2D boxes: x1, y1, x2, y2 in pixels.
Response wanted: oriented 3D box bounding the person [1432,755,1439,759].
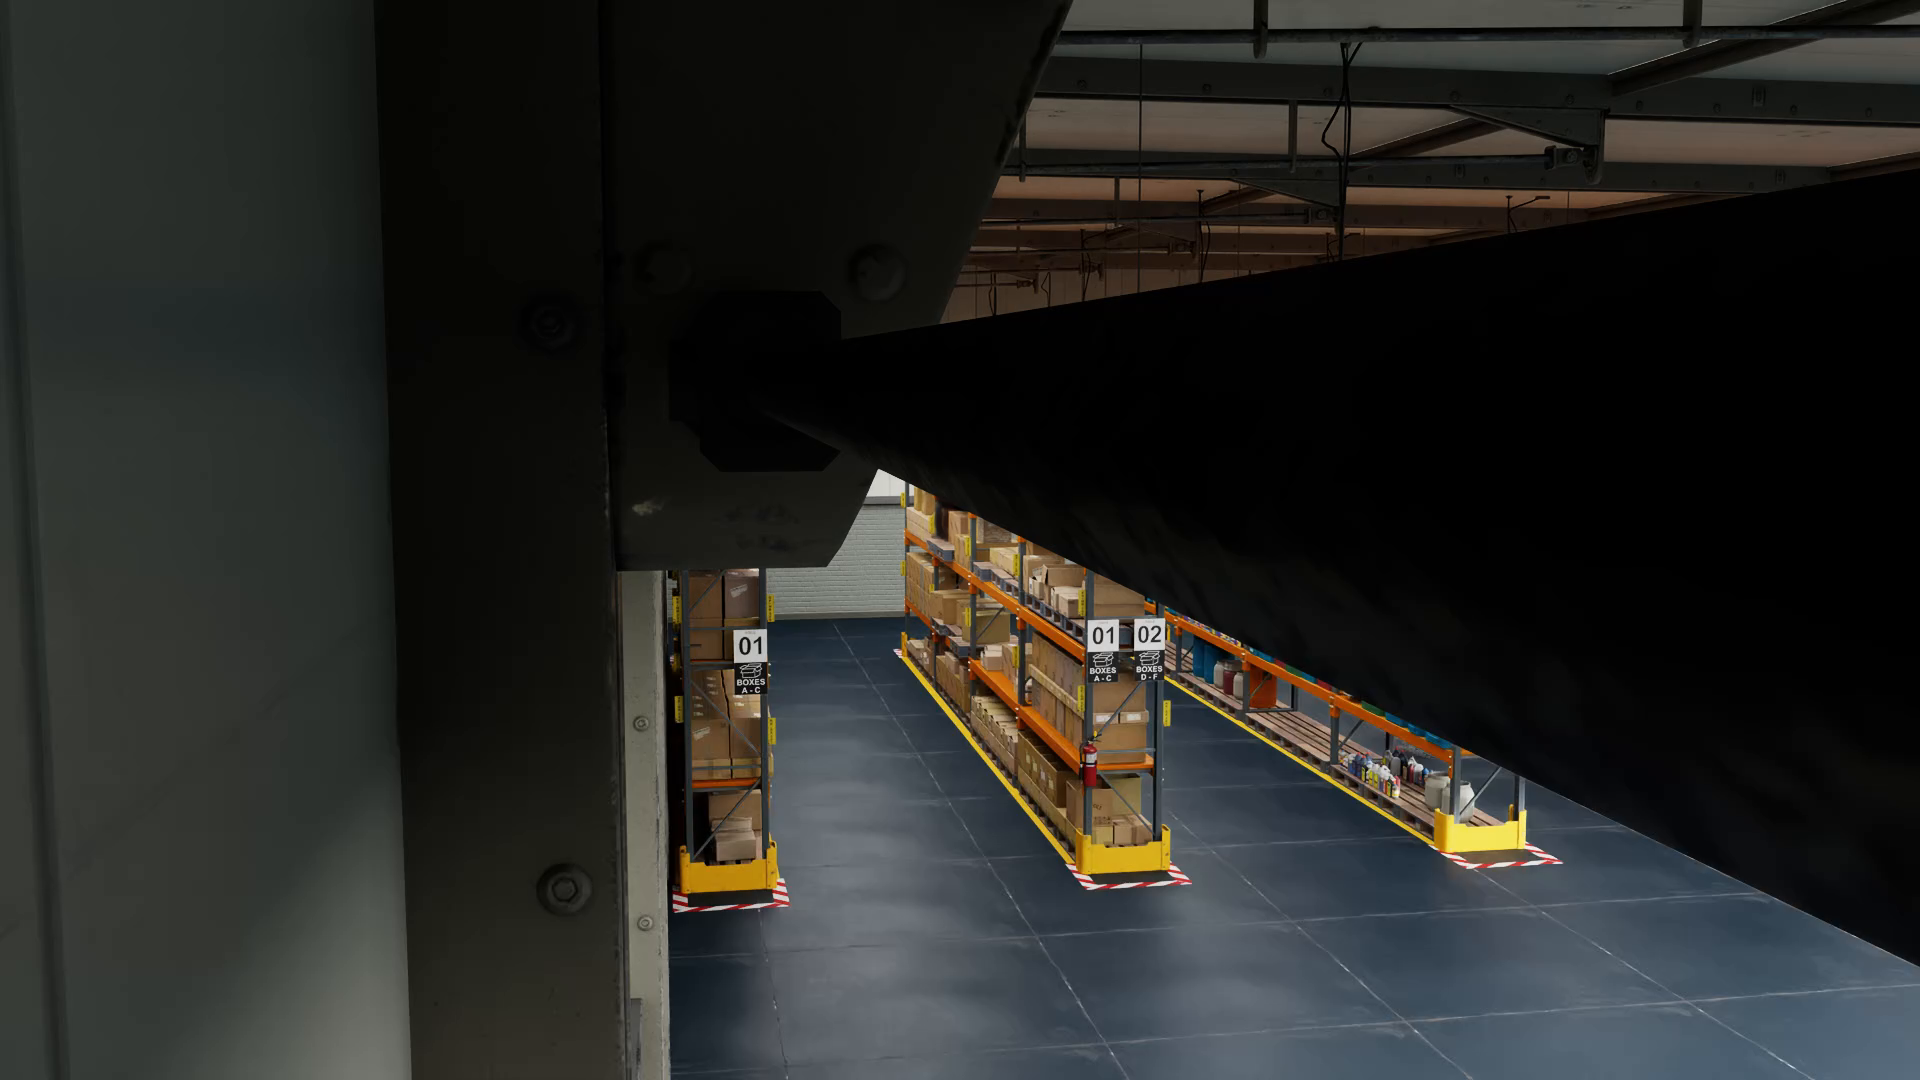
[{"bbox_3d":[7.914,2.773,26.648,0.573,1.573,0.659,-1,6,-8],"label":"person"}]
